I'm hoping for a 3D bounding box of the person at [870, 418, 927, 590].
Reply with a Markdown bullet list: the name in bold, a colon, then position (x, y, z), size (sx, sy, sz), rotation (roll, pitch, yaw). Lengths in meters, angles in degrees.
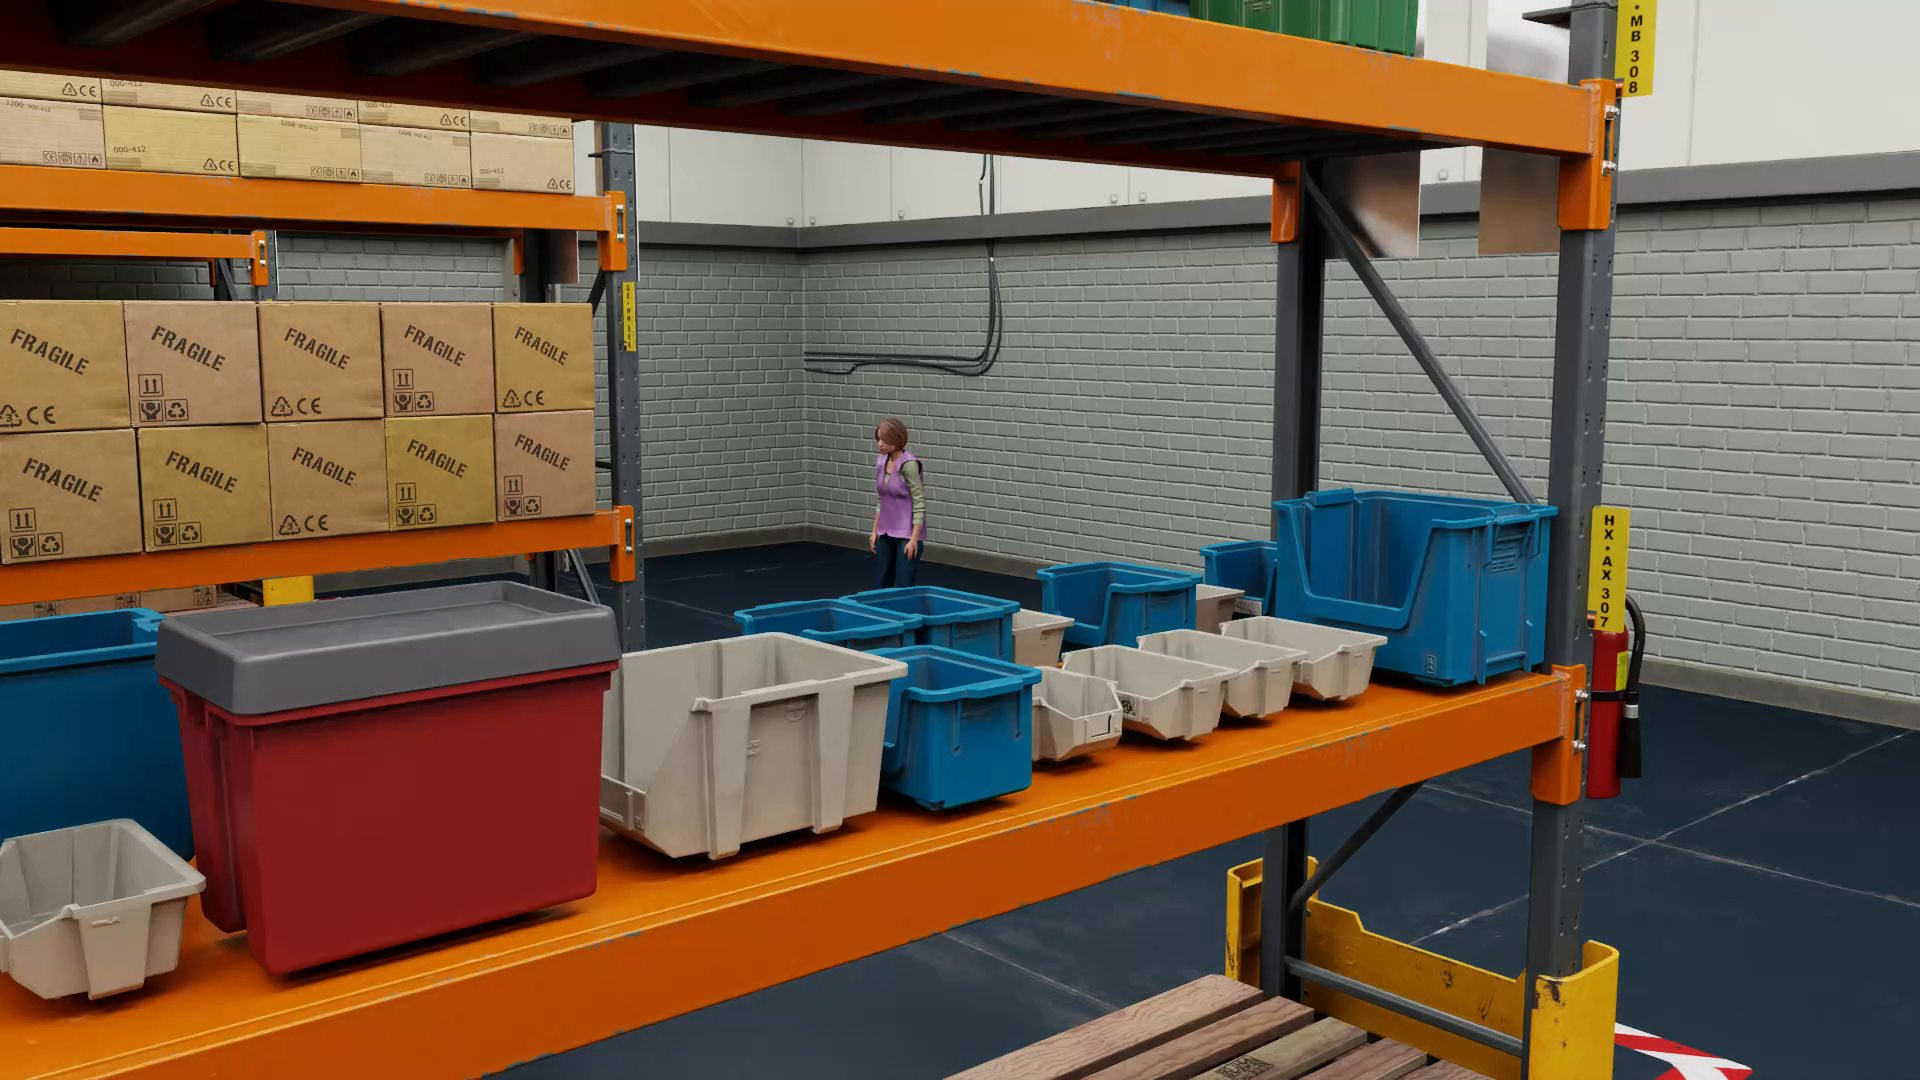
- **person**: position (-0.402, 0.001, 10.823), size (0.343, 1.593, 0.461), rotation (-7, 10, -40)
